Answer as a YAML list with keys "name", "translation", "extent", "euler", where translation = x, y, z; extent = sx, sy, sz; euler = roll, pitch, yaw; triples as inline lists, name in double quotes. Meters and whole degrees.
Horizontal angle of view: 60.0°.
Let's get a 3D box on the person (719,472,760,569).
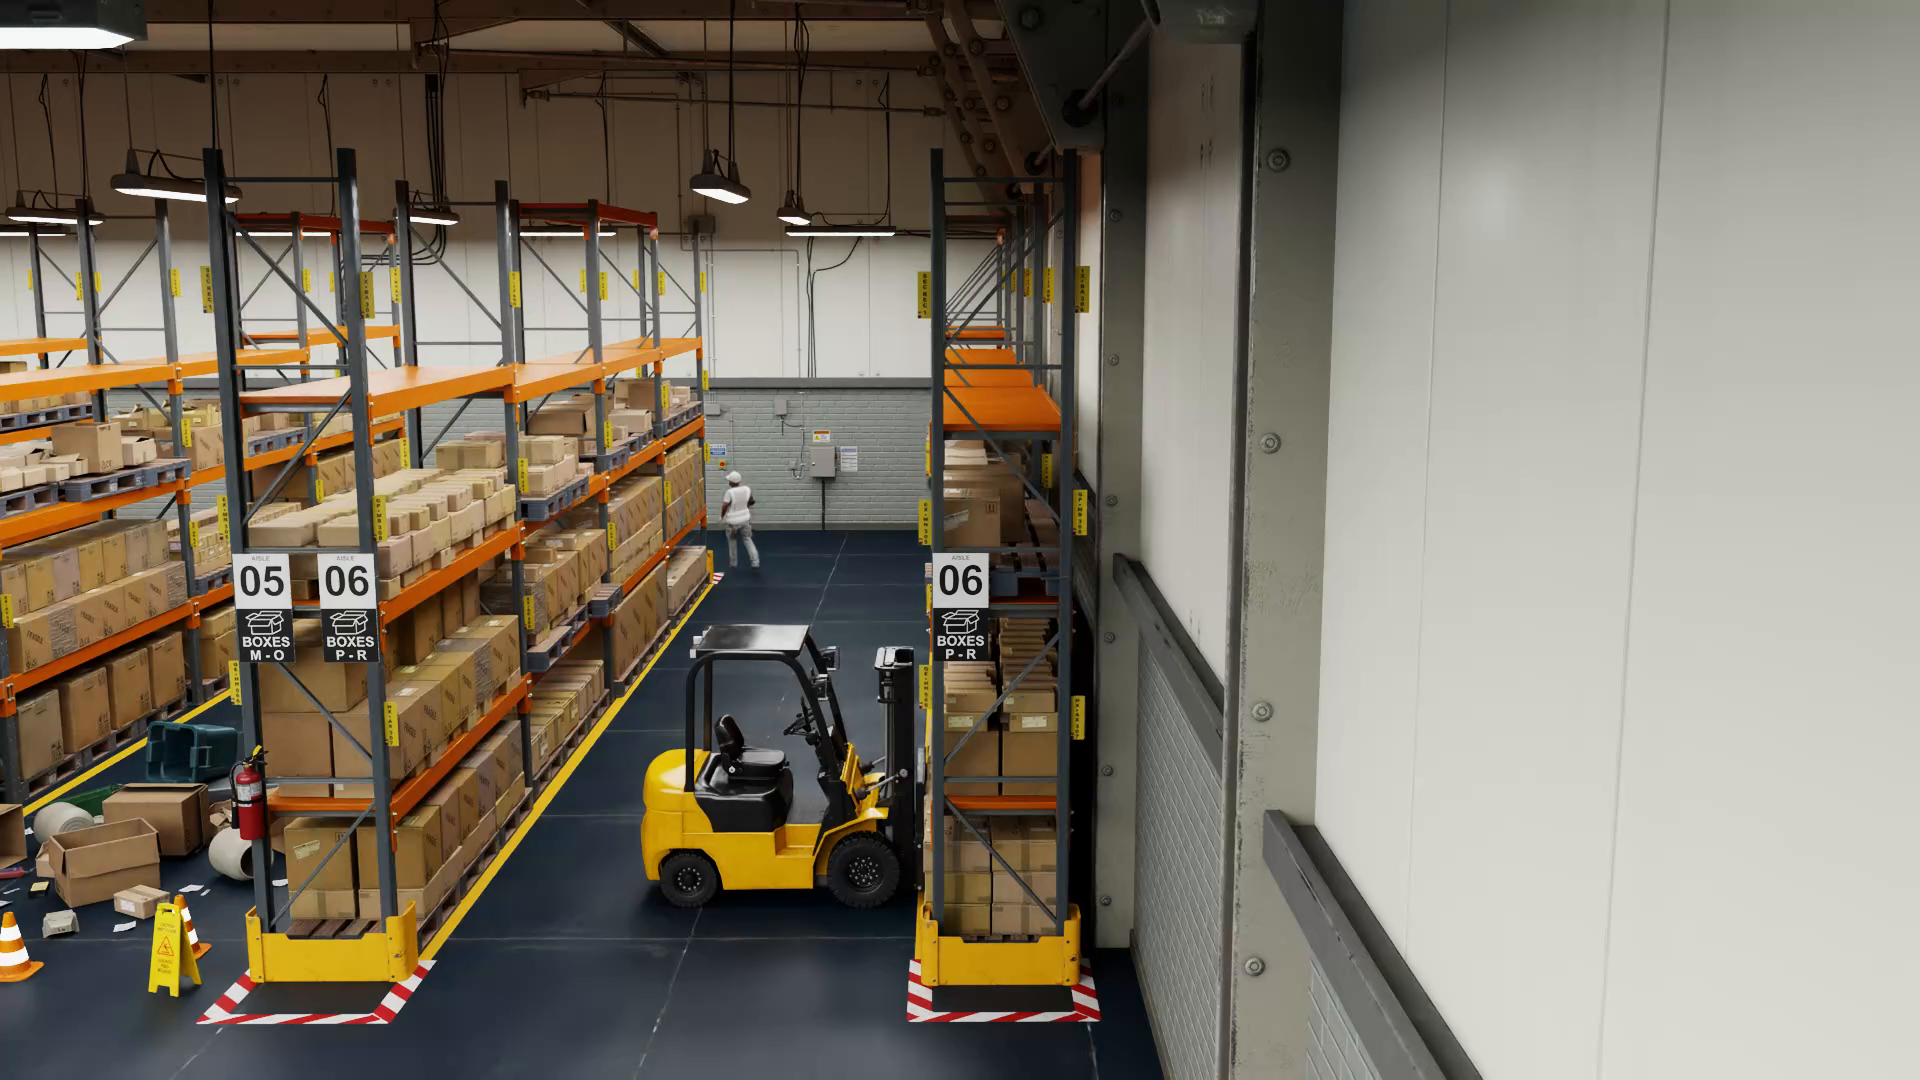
- name: "person"
  translation: [-3.910, -0.329, 28.902]
  extent: [0.729, 1.754, 0.917]
  euler: [-5, 11, -30]
